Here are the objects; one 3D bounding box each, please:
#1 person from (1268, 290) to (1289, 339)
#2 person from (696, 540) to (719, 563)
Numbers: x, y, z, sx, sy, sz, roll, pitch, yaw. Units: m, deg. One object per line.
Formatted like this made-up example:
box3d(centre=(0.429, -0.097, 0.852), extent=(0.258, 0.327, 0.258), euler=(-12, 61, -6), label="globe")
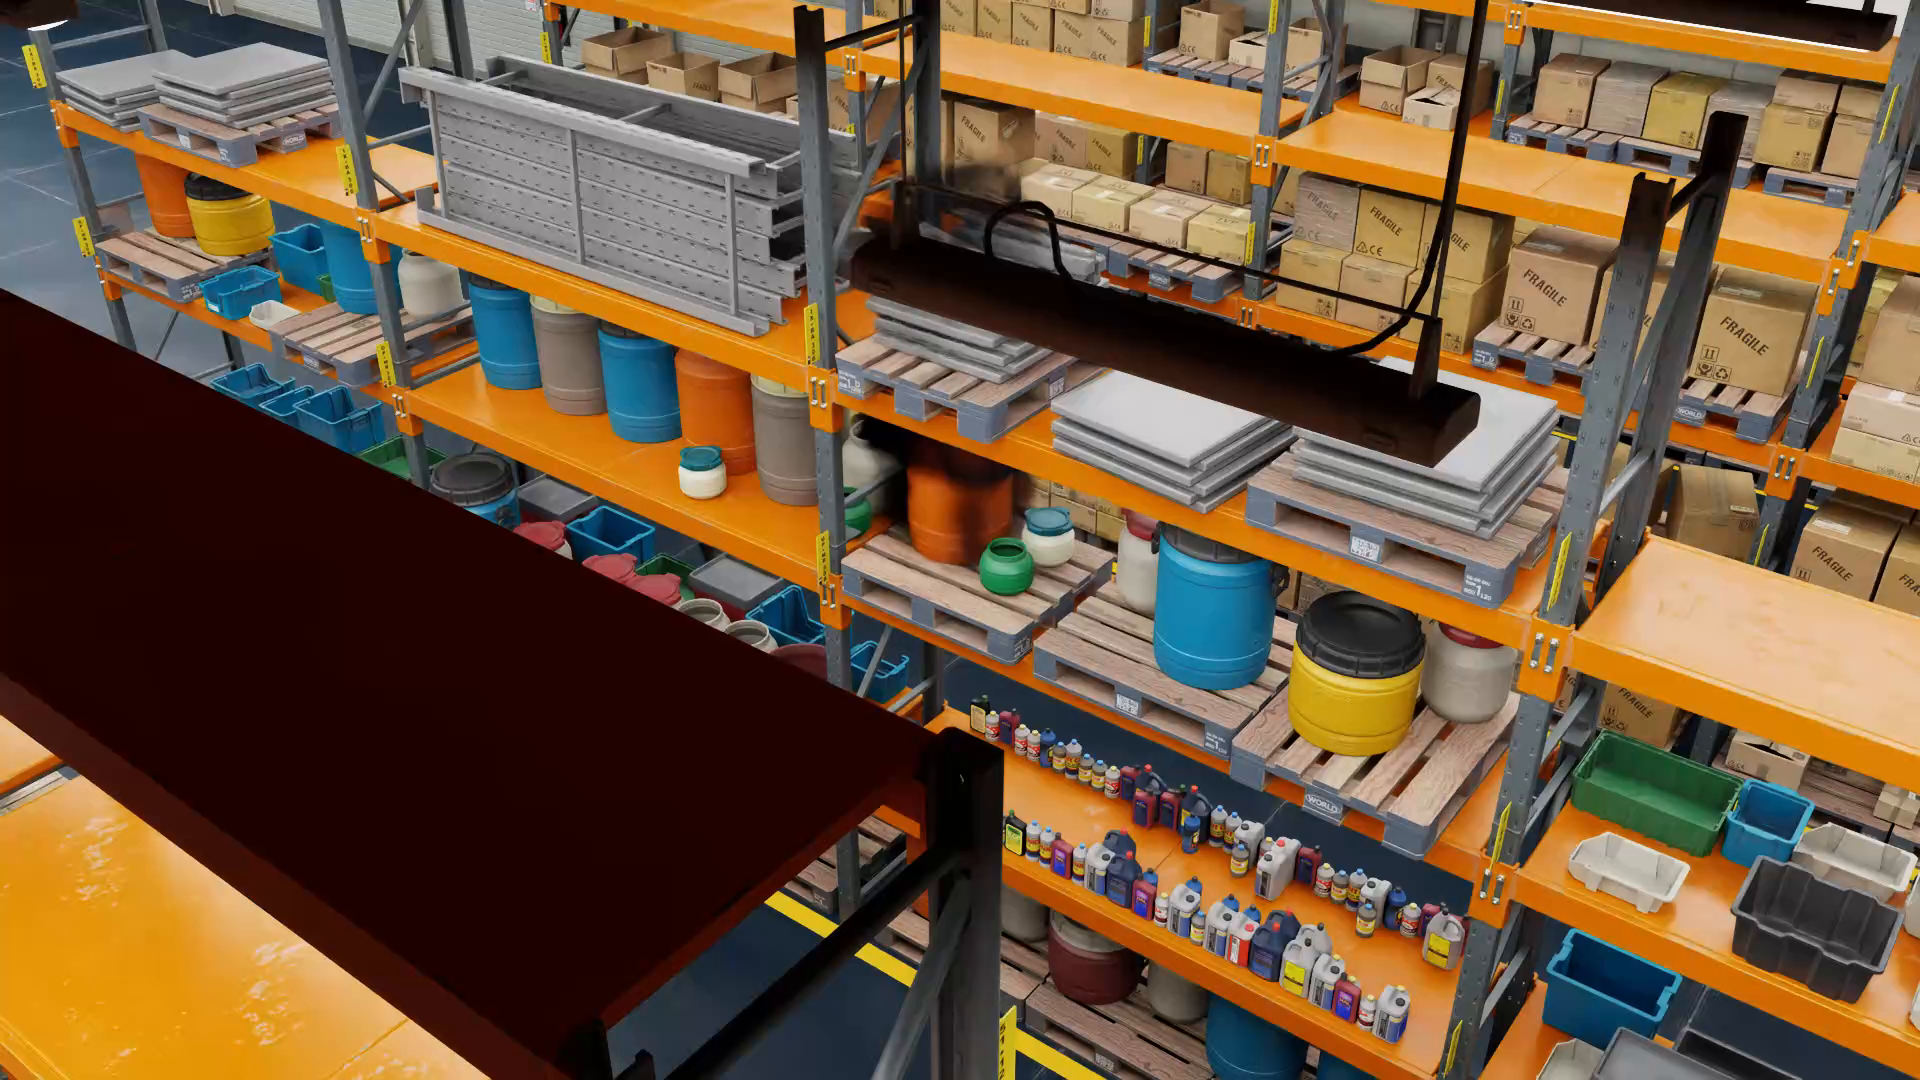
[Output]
box3d(centre=(3.406, -1.871, 16.814), extent=(0.735, 1.618, 0.560), euler=(10, 33, 16), label="person")
box3d(centre=(-2.008, -0.152, 13.968), extent=(0.614, 1.674, 0.449), euler=(-13, 34, -20), label="person")
